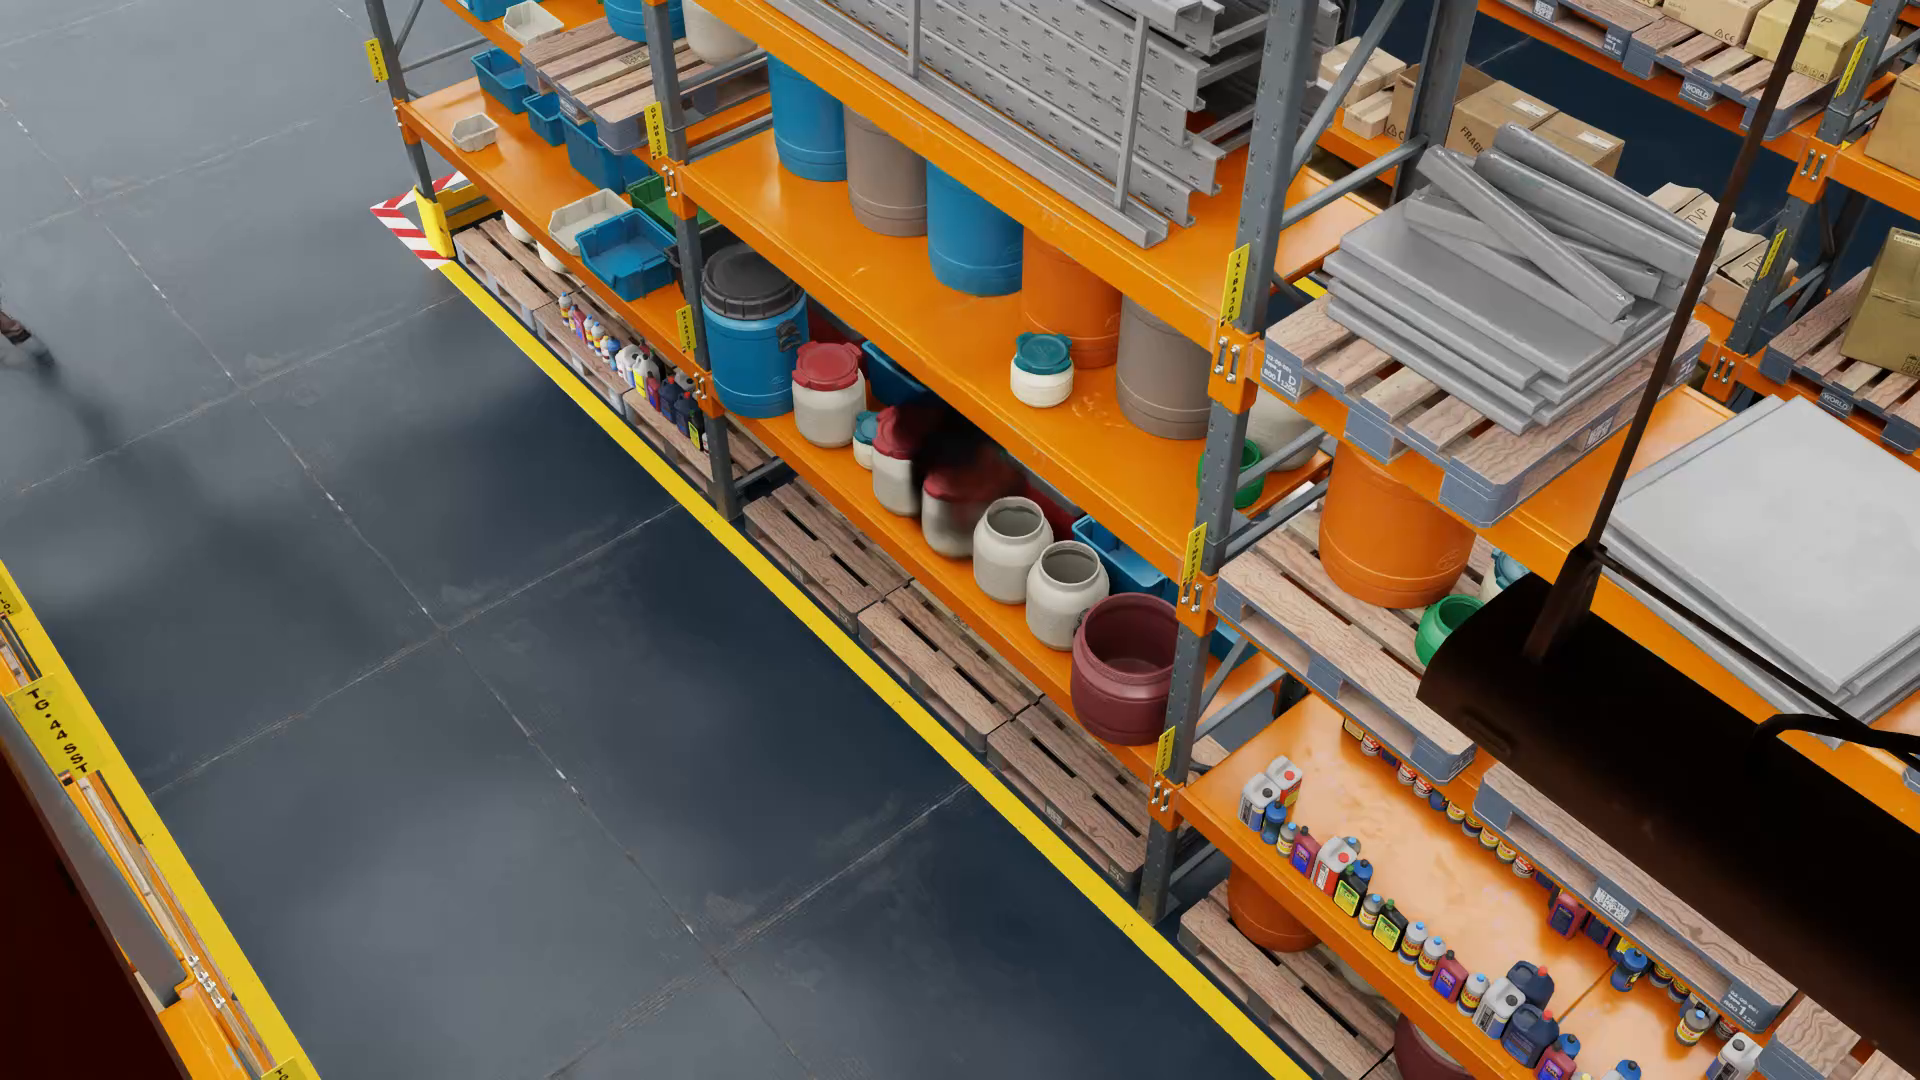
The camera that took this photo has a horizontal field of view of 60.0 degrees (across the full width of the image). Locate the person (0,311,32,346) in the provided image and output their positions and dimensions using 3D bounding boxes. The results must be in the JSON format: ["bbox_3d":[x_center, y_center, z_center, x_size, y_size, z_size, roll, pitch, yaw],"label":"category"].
[{"bbox_3d":[-7.297,-1.845,11.549,0.945,1.707,0.727,11,48,11],"label":"person"}]

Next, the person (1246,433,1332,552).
[{"bbox_3d":[2.005,-0.026,9.796,0.721,1.750,0.958,-32,54,-27],"label":"person"}]
